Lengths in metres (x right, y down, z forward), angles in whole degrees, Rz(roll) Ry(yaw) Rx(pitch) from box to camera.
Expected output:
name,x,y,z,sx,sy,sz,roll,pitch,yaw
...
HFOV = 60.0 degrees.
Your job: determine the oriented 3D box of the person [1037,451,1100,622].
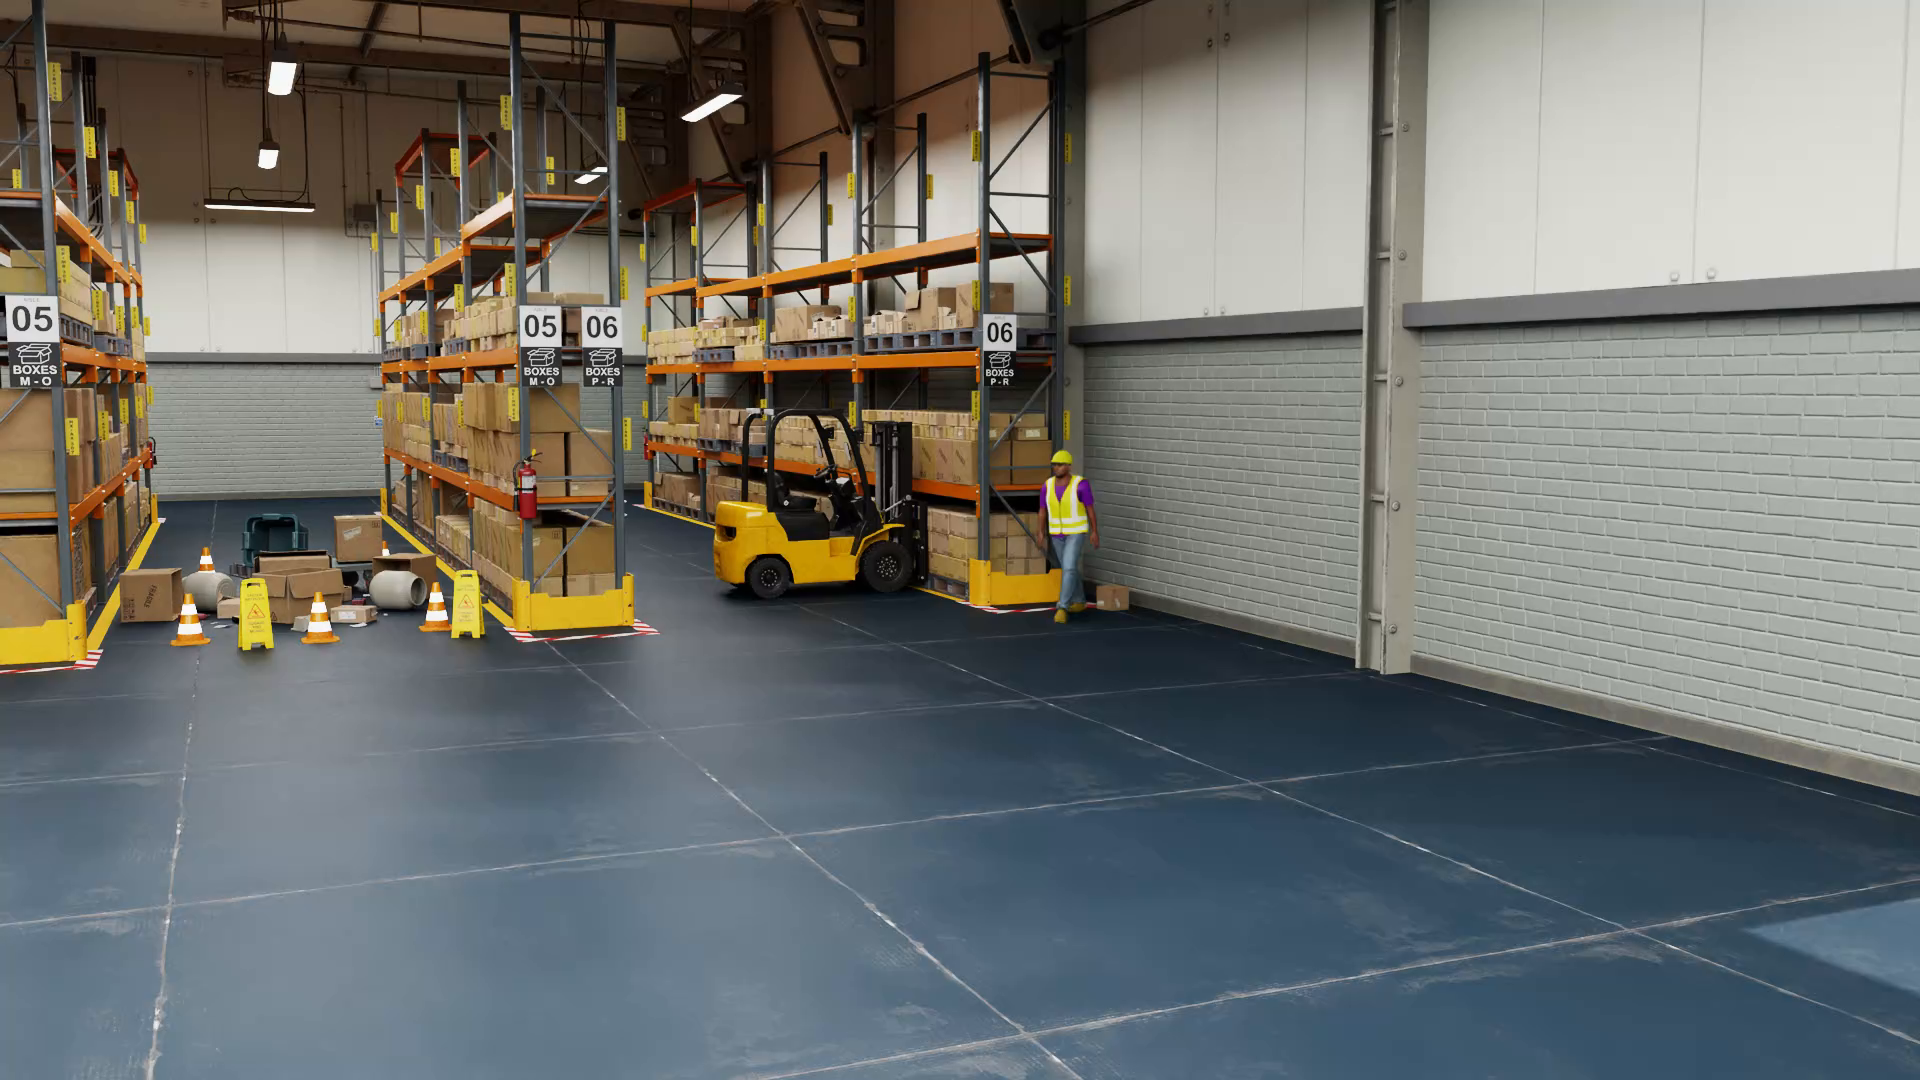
name,x,y,z,sx,sy,sz,roll,pitch,yaw
person,1.085,-0.064,17.290,0.605,1.735,0.878,4,6,34
